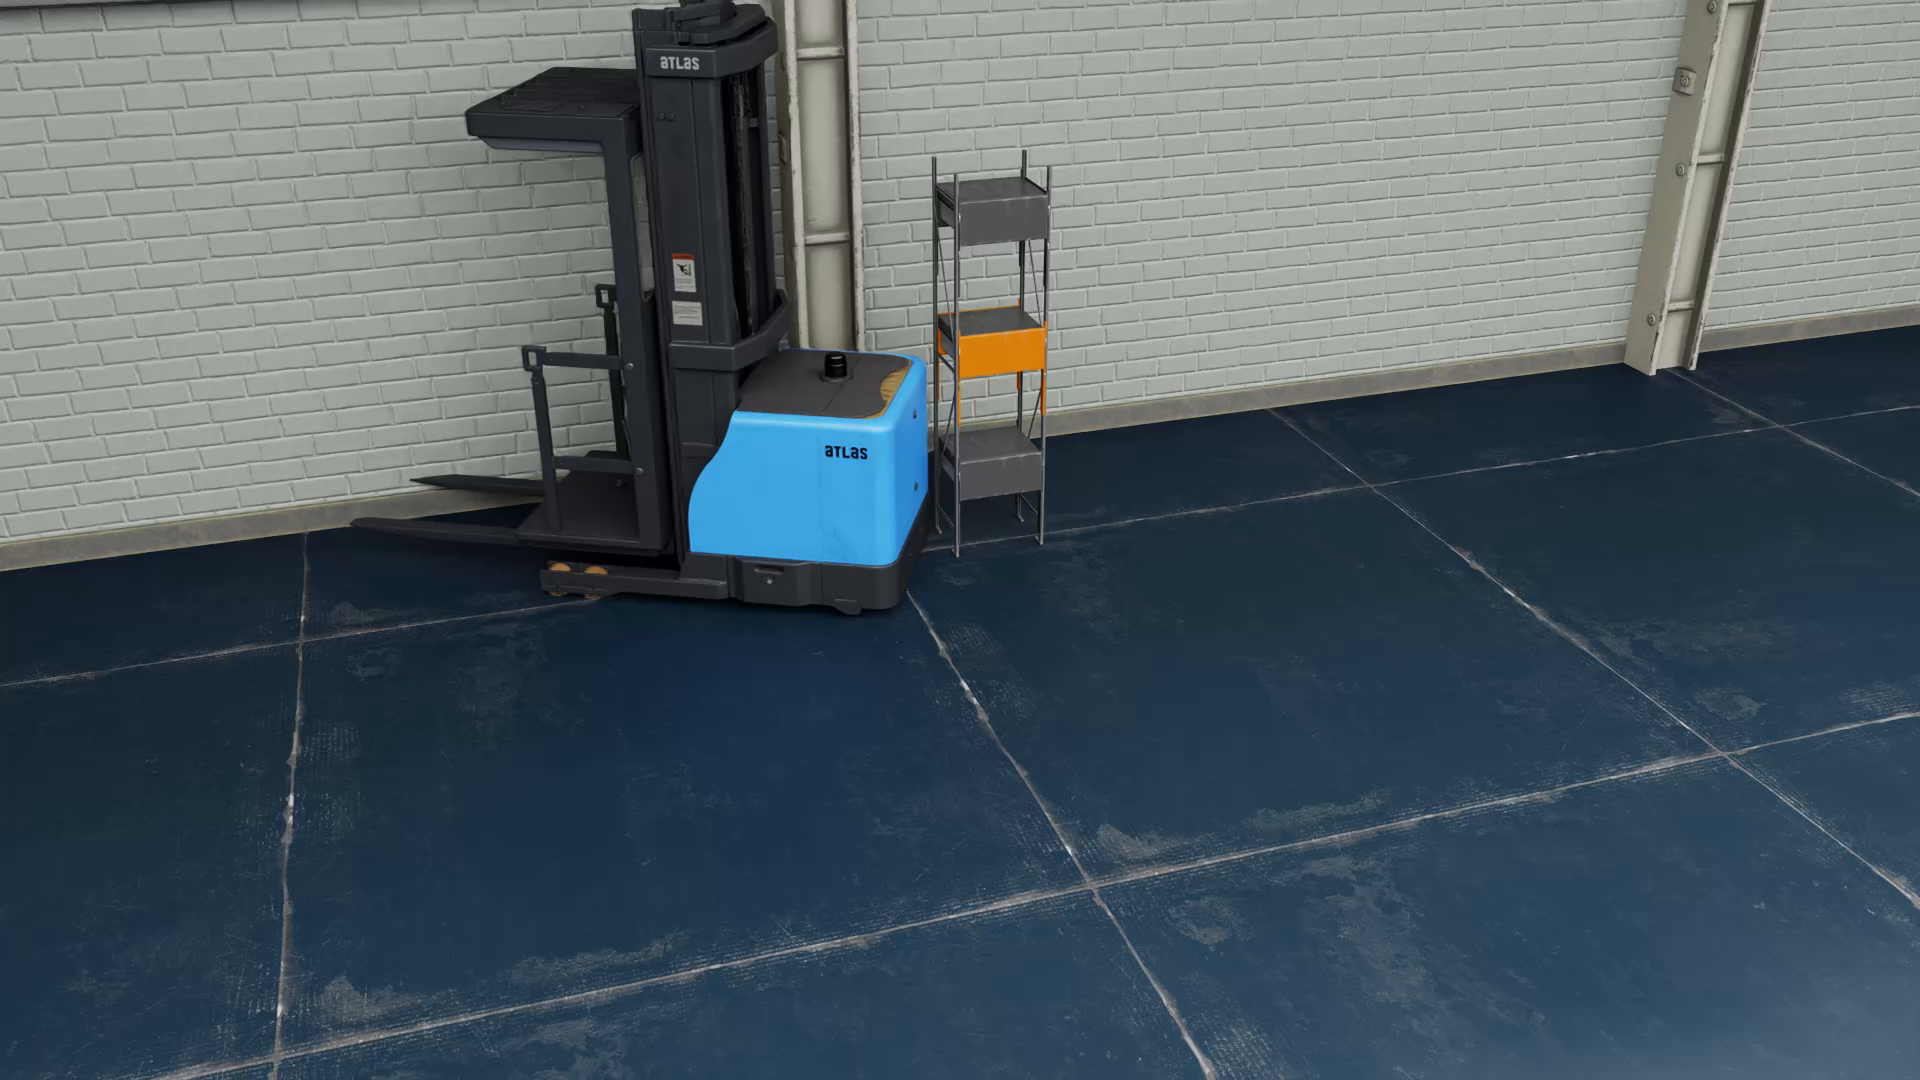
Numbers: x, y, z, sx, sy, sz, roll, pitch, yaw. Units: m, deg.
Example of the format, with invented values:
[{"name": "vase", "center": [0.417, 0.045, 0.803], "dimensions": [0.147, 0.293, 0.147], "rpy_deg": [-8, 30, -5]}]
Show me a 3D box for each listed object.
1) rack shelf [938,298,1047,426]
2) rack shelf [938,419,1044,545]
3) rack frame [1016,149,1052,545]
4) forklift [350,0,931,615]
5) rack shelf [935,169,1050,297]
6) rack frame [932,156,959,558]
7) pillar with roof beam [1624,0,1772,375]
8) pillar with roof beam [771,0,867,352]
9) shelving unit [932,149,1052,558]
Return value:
[{"name": "rack shelf", "center": [0.157, -0.951, 8.835], "dimensions": [0.480, 0.518, 0.431], "rpy_deg": [-8, 28, -16]}, {"name": "rack shelf", "center": [0.157, -0.324, 9.146], "dimensions": [0.480, 0.518, 0.431], "rpy_deg": [-8, 28, -16]}, {"name": "rack frame", "center": [0.389, -0.997, 8.897], "dimensions": [0.015, 2.100, 0.400], "rpy_deg": [-8, 28, -16]}, {"name": "forklift", "center": [-1.728, -1.233, 8.436], "dimensions": [3.031, 2.935, 1.130], "rpy_deg": [4, 27, 9]}, {"name": "rack shelf", "center": [0.157, -1.578, 8.524], "dimensions": [0.480, 0.518, 0.431], "rpy_deg": [-8, 28, -16]}, {"name": "rack frame", "center": [-0.075, -0.930, 8.761], "dimensions": [0.015, 2.100, 0.400], "rpy_deg": [-8, 28, -16]}, {"name": "pillar with roof beam", "center": [6.261, -3.446, 6.072], "dimensions": [0.400, 9.000, 9.100], "rpy_deg": [-8, 28, -16]}, {"name": "pillar with roof beam", "center": [0.556, -2.620, 4.407], "dimensions": [0.400, 9.000, 9.100], "rpy_deg": [-8, 28, -16]}, {"name": "shelving unit", "center": [0.157, -0.963, 8.829], "dimensions": [0.503, 2.100, 0.431], "rpy_deg": [-8, 28, -16]}]
